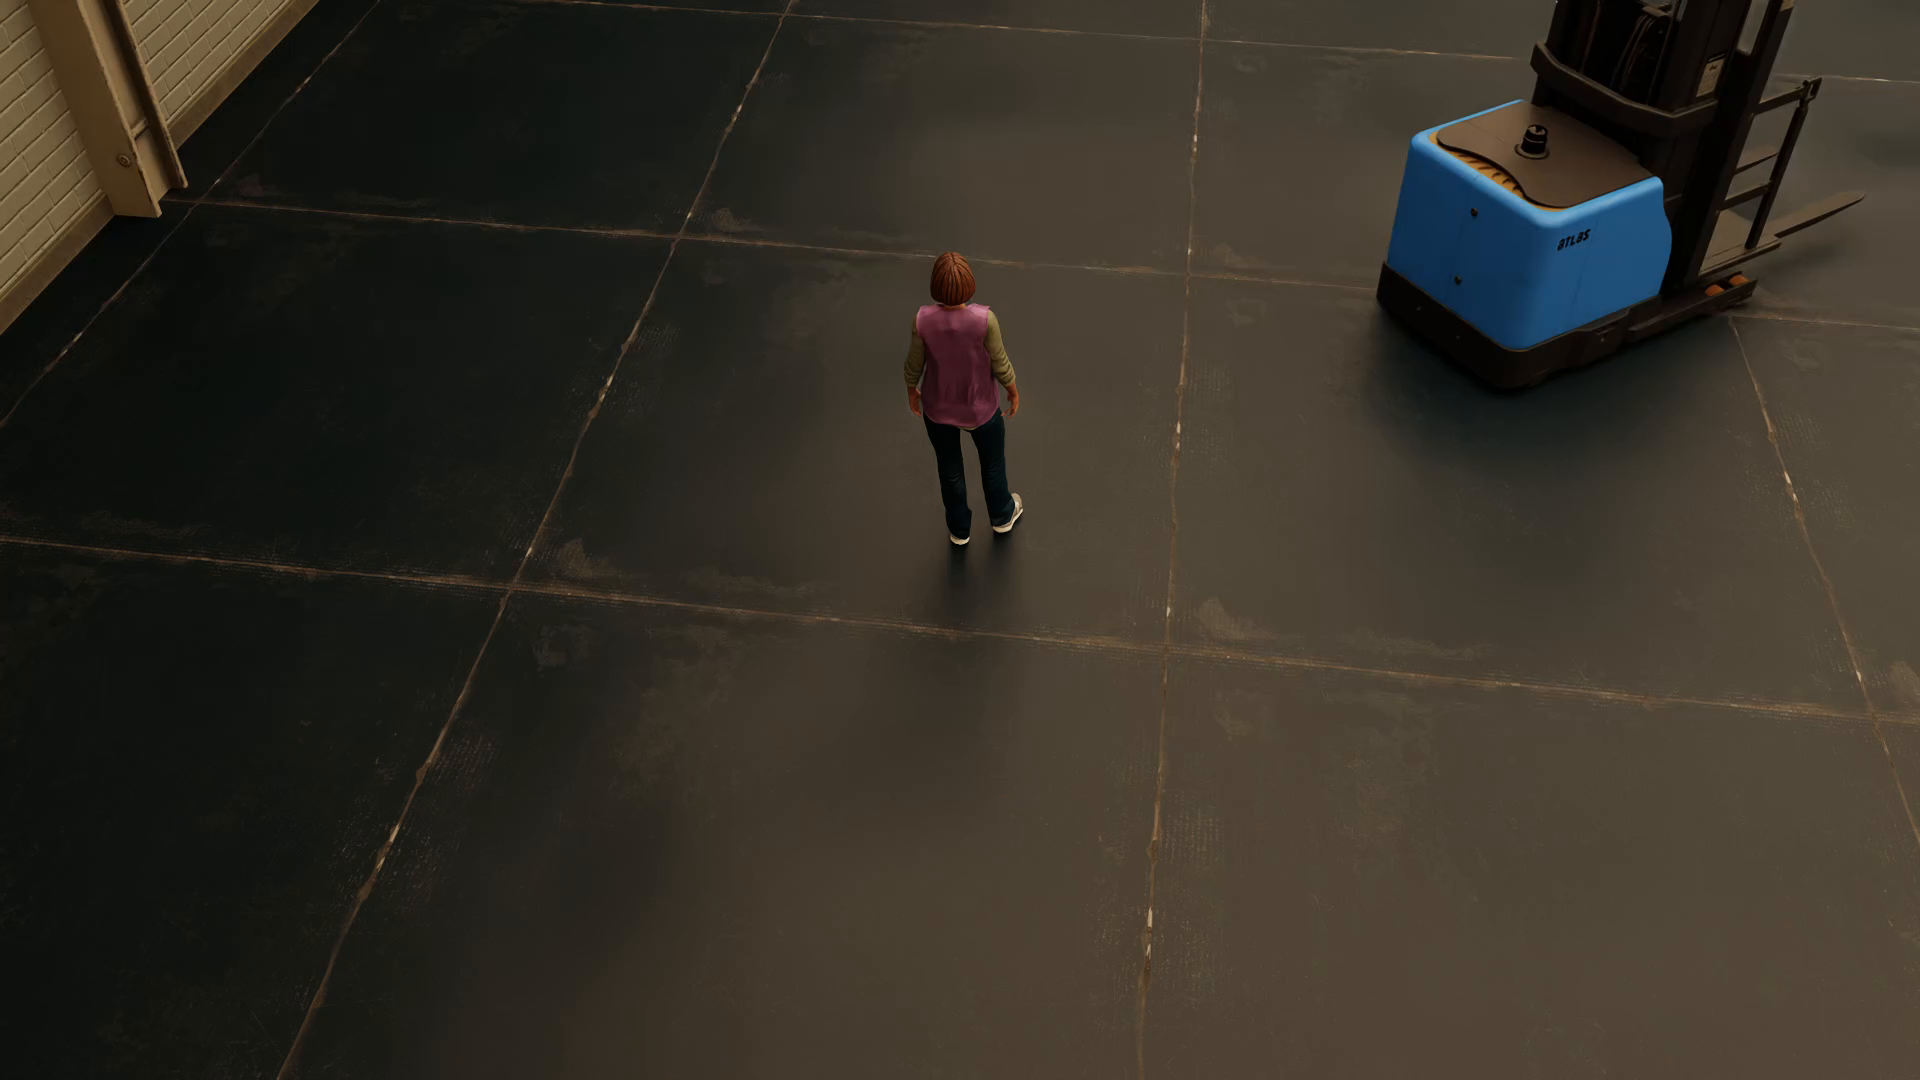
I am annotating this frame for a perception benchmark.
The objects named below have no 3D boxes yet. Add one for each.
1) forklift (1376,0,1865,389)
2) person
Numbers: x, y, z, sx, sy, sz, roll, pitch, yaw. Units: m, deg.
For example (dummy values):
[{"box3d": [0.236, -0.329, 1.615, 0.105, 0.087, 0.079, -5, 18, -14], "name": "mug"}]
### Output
[{"box3d": [3.847, -2.613, 8.569, 3.031, 2.935, 1.130, -22, 47, -22], "name": "forklift"}, {"box3d": [0.024, -0.641, 7.400, 0.520, 1.595, 0.473, 5, 43, 6], "name": "person"}]
